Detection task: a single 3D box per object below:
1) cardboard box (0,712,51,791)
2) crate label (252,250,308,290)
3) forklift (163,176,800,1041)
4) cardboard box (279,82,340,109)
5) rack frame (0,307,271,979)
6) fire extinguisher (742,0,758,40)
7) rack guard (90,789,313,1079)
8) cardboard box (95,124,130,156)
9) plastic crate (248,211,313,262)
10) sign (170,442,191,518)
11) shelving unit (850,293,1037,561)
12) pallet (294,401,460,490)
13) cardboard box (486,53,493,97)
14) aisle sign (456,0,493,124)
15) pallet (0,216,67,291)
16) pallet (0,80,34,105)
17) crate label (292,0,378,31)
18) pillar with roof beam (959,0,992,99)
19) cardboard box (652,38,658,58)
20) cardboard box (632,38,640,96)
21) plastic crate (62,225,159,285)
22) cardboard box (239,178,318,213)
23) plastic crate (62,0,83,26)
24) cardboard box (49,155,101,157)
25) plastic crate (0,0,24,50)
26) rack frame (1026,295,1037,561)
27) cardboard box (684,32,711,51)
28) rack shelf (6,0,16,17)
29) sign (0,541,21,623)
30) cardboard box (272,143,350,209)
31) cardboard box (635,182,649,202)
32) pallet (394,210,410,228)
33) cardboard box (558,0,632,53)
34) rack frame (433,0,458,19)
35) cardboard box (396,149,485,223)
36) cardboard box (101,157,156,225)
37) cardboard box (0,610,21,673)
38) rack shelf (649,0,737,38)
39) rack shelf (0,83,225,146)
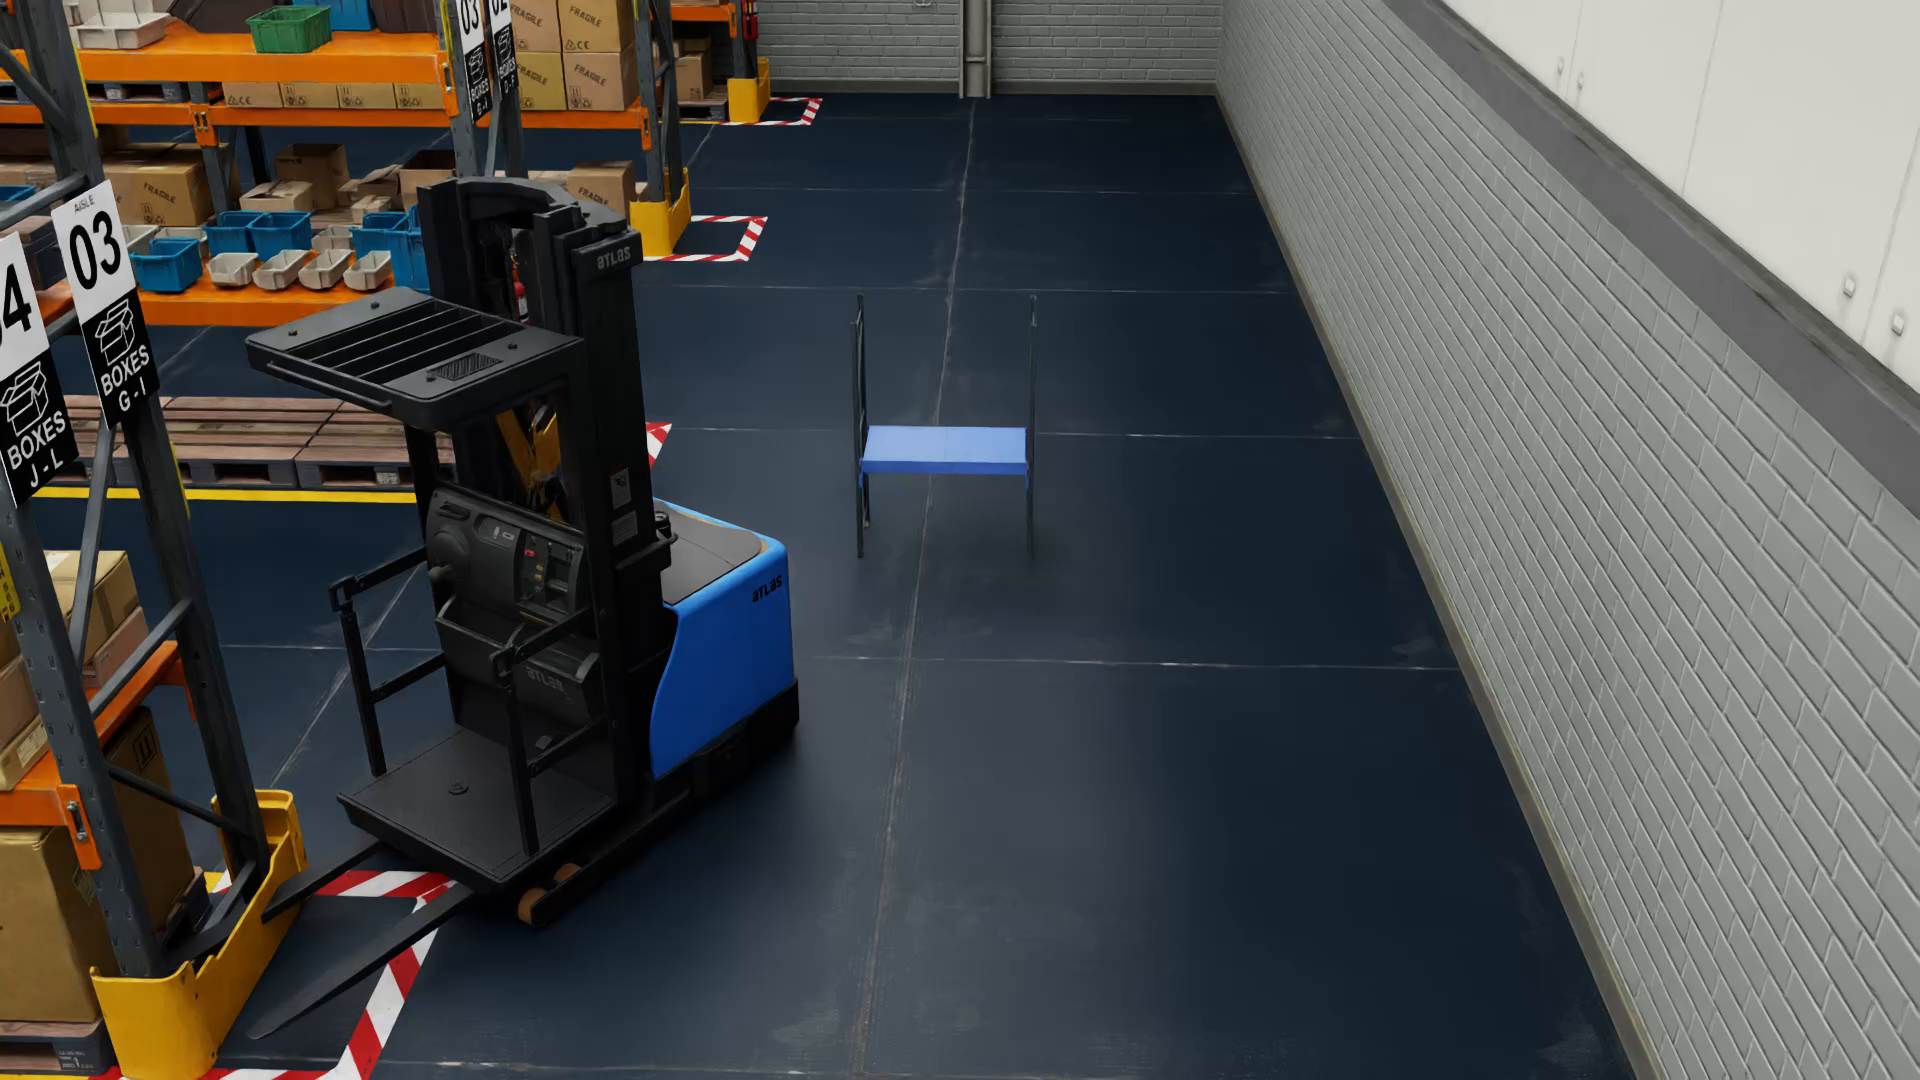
[{"bbox_3d":[-3.431,0.724,5.949,0.250,0.149,0.380,1,28,3],"label":"cardboard box"},{"bbox_3d":[-4.278,-1.697,10.466,0.243,0.136,0.396,1,28,2],"label":"crate label"},{"bbox_3d":[-2.059,0.105,6.922,1.130,2.935,3.031,18,33,30],"label":"forklift"},{"bbox_3d":[-5.696,-4.139,14.749,0.500,0.500,0.500,1,28,3],"label":"cardboard box"},{"bbox_3d":[-3.064,0.465,6.170,0.127,3.000,1.000,1,28,2],"label":"rack frame"},{"bbox_3d":[-2.405,-6.073,18.985,0.183,0.674,0.296,1,28,2],"label":"fire extinguisher"},{"bbox_3d":[-3.040,1.570,6.755,0.348,0.500,1.175,1,28,2],"label":"rack guard"},{"bbox_3d":[-8.182,-3.798,15.610,0.500,0.250,0.500,1,28,2],"label":"cardboard box"},{"bbox_3d":[-4.440,-1.986,10.908,0.300,0.233,0.416,1,28,2],"label":"plastic crate"},{"bbox_3d":[-3.038,-0.212,6.439,0.005,0.325,0.100,1,28,2],"label":"sign"},{"bbox_3d":[-0.085,-0.664,9.901,1.048,1.500,0.538,1,28,2],"label":"shelving unit"},{"bbox_3d":[-3.712,-0.653,11.257,1.213,0.211,1.003,1,28,2],"label":"pallet"},{"bbox_3d":[-4.184,-4.114,14.701,0.500,0.500,0.500,1,28,2],"label":"cardboard box"},{"bbox_3d":[-2.827,-2.864,9.674,0.004,0.787,0.394,1,28,2],"label":"aisle sign"},{"bbox_3d":[-3.805,-0.828,5.502,1.213,0.211,1.003,1,28,2],"label":"pallet"},{"bbox_3d":[-8.762,-4.189,15.155,1.213,0.211,1.003,1,28,2],"label":"pallet"},{"bbox_3d":[-3.799,-3.279,10.190,0.502,0.251,0.408,1,28,2],"label":"crate label"},{"bbox_3d":[0.038,-7.486,14.765,0.400,9.000,9.100,1,28,2],"label":"pillar with roof beam"},{"bbox_3d":[-3.632,-5.744,19.410,0.250,0.149,0.380,2,28,3],"label":"cardboard box"},{"bbox_3d":[-3.144,-4.347,15.140,0.500,0.500,0.500,2,28,3],"label":"cardboard box"},{"bbox_3d":[-5.367,-1.782,10.472,0.530,0.282,0.437,1,28,2],"label":"plastic crate"},{"bbox_3d":[-6.296,-3.136,15.364,0.500,0.311,0.500,1,28,2],"label":"cardboard box"},{"bbox_3d":[-5.602,-3.285,10.324,0.466,0.136,0.293,1,28,2],"label":"plastic crate"},{"bbox_3d":[-8.215,-3.465,15.784,0.500,0.500,0.500,1,28,2],"label":"cardboard box"},{"bbox_3d":[-5.655,-3.038,9.715,0.590,0.269,0.497,1,28,2],"label":"plastic crate"},{"bbox_3d":[0.423,-0.656,9.886,0.032,1.500,0.500,1,28,2],"label":"rack frame"},{"bbox_3d":[-3.110,-5.915,19.733,0.250,0.149,0.380,1,28,2],"label":"cardboard box"},{"bbox_3d":[-5.062,-1.724,5.090,4.000,0.370,1.077,1,28,2],"label":"rack shelf"},{"bbox_3d":[-3.097,0.103,5.365,0.005,0.325,0.100,1,28,2],"label":"sign"},{"bbox_3d":[-6.128,-3.451,15.757,0.500,0.500,0.500,1,28,2],"label":"cardboard box"},{"bbox_3d":[-3.117,-3.274,15.798,0.250,0.149,0.380,1,28,2],"label":"cardboard box"},{"bbox_3d":[-4.799,-2.975,15.637,1.213,0.211,1.003,1,28,2],"label":"pallet"},{"bbox_3d":[-3.165,-4.536,14.431,0.500,0.500,0.500,1,28,1],"label":"cardboard box"},{"bbox_3d":[-2.889,-4.504,9.138,0.127,3.000,1.000,1,28,2],"label":"rack frame"},{"bbox_3d":[-4.830,-3.301,15.469,0.637,0.503,0.797,1,28,2],"label":"cardboard box"},{"bbox_3d":[-7.705,-3.214,15.309,0.500,0.500,0.500,1,28,2],"label":"cardboard box"},{"bbox_3d":[-3.560,0.184,5.743,0.500,0.500,0.500,1,28,2],"label":"cardboard box"},{"bbox_3d":[-4.538,-6.206,19.522,4.000,0.370,1.077,1,28,2],"label":"rack shelf"},{"bbox_3d":[-8.707,-3.953,15.273,4.000,0.370,1.077,1,28,2],"label":"rack shelf"}]
